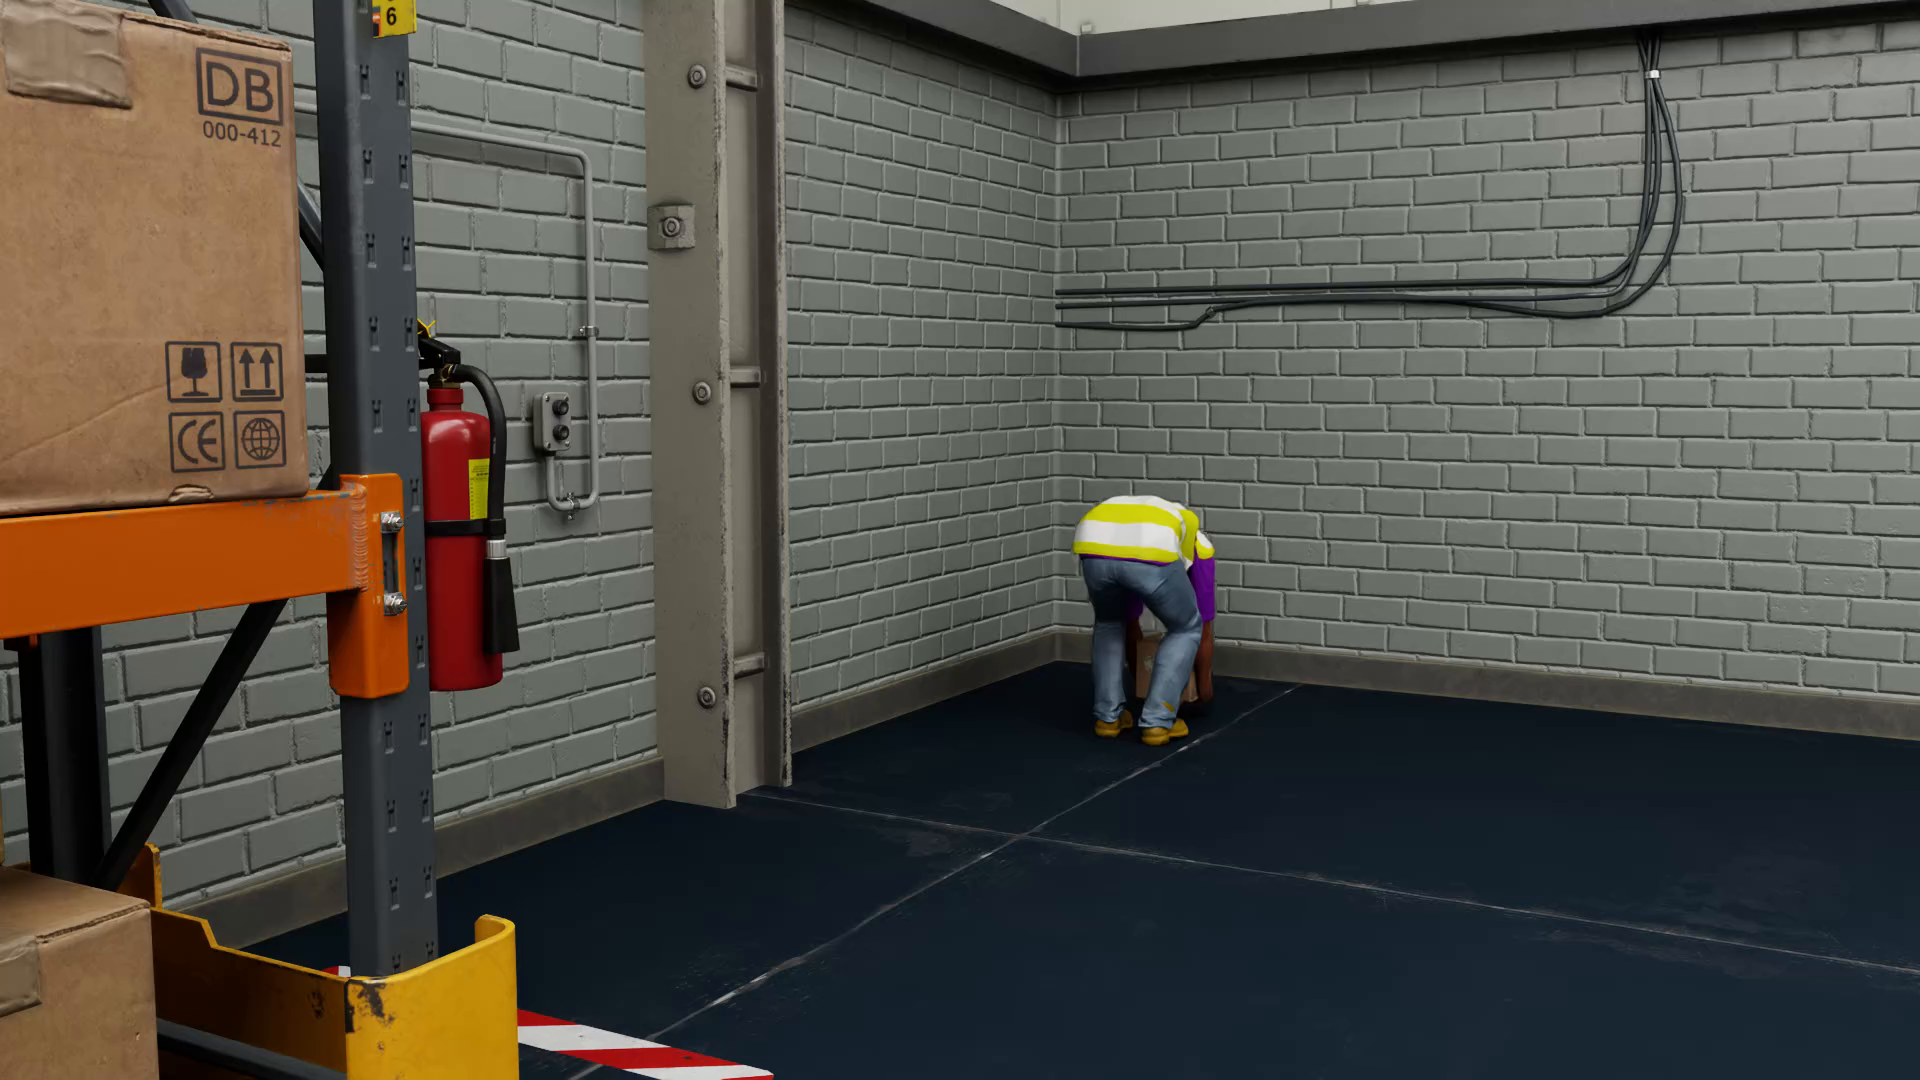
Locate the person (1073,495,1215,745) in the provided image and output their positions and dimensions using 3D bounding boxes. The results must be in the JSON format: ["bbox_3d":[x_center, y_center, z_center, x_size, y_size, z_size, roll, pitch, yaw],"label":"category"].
[{"bbox_3d":[0.792,0.292,6.939,0.503,0.993,0.974,3,7,26],"label":"person"}]
